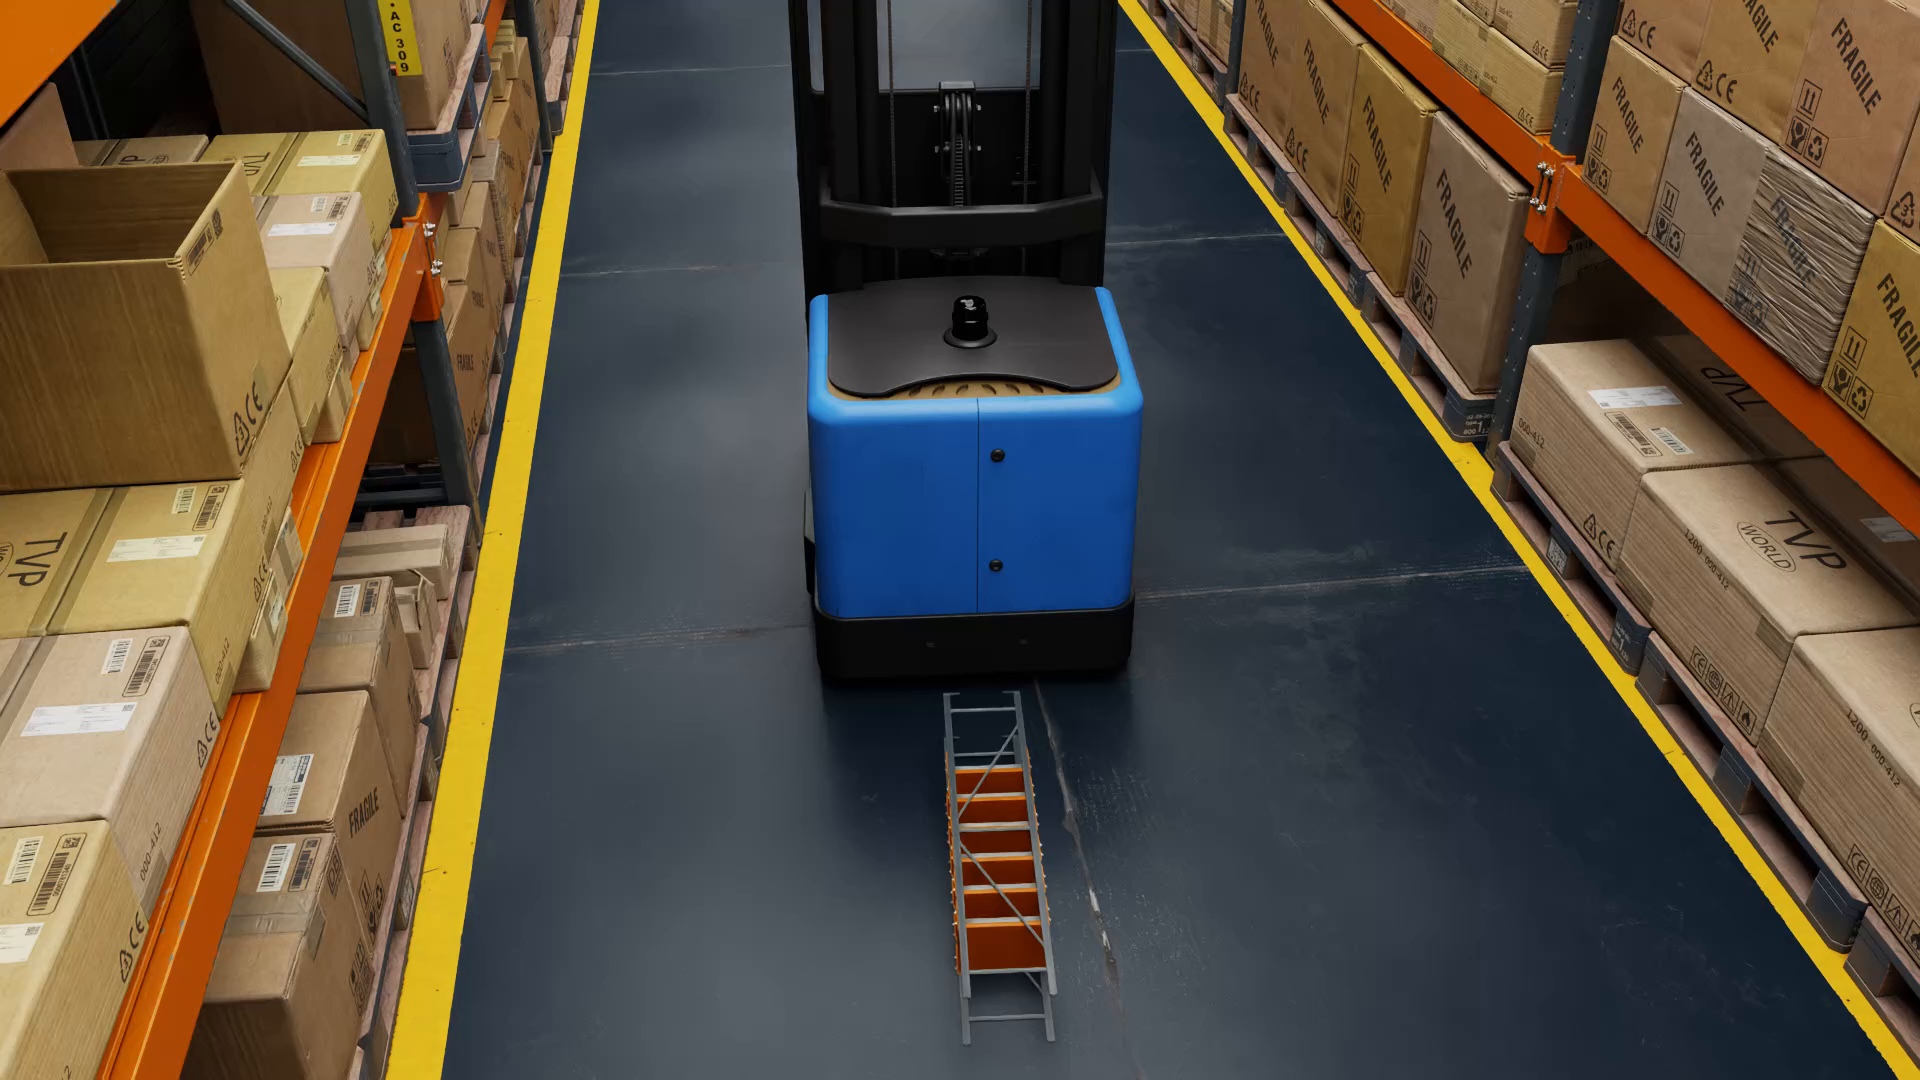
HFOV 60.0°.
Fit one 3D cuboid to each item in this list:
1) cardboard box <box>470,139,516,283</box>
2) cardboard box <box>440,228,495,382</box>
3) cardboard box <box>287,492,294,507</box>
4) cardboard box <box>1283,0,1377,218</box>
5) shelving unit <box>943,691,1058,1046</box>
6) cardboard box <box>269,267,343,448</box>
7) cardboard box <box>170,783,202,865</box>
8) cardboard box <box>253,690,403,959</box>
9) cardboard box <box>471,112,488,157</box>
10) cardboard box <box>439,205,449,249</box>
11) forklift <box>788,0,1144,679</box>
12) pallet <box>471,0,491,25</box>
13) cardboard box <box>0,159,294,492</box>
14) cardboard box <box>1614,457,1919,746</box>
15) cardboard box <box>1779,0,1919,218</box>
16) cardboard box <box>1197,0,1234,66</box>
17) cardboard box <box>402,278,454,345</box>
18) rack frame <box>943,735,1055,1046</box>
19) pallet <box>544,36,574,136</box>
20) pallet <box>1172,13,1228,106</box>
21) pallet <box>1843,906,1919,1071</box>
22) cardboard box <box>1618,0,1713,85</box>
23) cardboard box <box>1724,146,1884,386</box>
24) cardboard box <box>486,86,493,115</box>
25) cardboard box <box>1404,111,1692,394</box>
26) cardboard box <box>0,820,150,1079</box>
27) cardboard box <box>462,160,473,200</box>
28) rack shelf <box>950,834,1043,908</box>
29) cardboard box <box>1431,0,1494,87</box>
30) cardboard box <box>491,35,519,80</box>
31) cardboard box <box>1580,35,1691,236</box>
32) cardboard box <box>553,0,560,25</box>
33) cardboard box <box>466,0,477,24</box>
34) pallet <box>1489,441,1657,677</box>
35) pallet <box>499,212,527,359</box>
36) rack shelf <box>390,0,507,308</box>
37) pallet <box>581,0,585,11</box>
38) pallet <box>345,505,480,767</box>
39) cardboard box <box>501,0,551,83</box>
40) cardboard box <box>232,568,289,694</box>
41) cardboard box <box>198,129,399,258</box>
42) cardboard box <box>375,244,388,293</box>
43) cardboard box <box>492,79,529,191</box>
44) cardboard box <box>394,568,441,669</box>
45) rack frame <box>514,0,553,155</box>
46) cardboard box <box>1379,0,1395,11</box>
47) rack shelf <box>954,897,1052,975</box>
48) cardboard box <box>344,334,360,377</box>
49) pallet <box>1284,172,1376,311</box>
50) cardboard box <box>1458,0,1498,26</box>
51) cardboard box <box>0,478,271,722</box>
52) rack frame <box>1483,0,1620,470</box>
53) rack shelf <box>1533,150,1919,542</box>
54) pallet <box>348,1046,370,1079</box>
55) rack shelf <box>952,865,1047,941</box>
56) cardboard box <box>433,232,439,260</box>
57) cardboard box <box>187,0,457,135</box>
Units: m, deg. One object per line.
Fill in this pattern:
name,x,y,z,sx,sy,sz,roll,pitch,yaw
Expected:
cardboard box,-2.341,-1.497,7.630,0.500,0.500,0.500,-6,35,-8
cardboard box,-2.214,-0.928,6.795,0.500,0.500,0.500,-5,35,-7
cardboard box,-1.808,-0.079,3.926,0.380,0.149,0.250,-4,35,-6
cardboard box,2.216,-2.220,8.358,0.875,0.875,0.875,-4,34,-6
shelving unit,0.098,0.893,4.765,0.258,0.189,1.200,-2,35,-2
cardboard box,-1.845,-0.442,4.104,0.500,0.250,0.500,-5,35,-7
cardboard box,-1.648,0.499,3.077,0.380,0.149,0.250,-3,34,-5
cardboard box,-1.790,0.756,4.323,0.500,0.500,0.500,-4,34,-5
cardboard box,-2.361,-1.847,7.567,0.380,0.149,0.250,-6,35,-9
cardboard box,-2.286,-1.276,6.730,0.380,0.149,0.250,-5,35,-7
forklift,-0.039,-1.562,5.940,1.130,2.935,3.031,-2,34,-3
pallet,-2.563,-2.272,7.091,1.003,0.211,1.213,-4,35,-6
cardboard box,-1.749,-0.454,3.455,0.500,0.500,0.500,-4,34,-5
cardboard box,2.726,0.161,5.252,0.875,0.438,0.875,-5,35,-8
cardboard box,2.571,-1.184,4.347,0.500,0.500,0.500,-4,34,-5
cardboard box,2.023,-3.218,10.269,0.950,0.372,0.625,-7,35,-10
cardboard box,-2.076,-0.833,6.080,0.380,0.149,0.250,-3,34,-4
rack frame,0.097,0.969,4.817,0.240,0.006,1.200,-2,35,-2
pallet,-2.901,-2.746,10.093,1.003,0.211,1.213,-4,35,-6
pallet,1.986,-3.098,10.609,1.003,0.211,1.213,-4,35,-6
pallet,2.980,1.362,4.064,1.003,0.211,1.213,-4,35,-6
cardboard box,2.451,-1.753,5.182,0.500,0.500,0.500,-4,34,-6
cardboard box,2.555,-0.783,4.646,0.500,0.500,0.500,-4,34,-6
cardboard box,-2.462,-2.138,7.994,0.380,0.149,0.250,-3,34,-5
cardboard box,2.464,-1.218,6.887,0.875,0.875,0.875,-3,34,-5
cardboard box,-1.547,0.693,2.438,0.500,0.250,0.500,-4,34,-6
cardboard box,-2.313,-1.557,7.142,0.380,0.149,0.250,-3,34,-5
rack shelf,0.101,0.936,4.703,0.258,0.180,0.103,-2,35,-2
cardboard box,2.250,-2.036,6.707,0.500,0.250,0.500,-5,35,-7
cardboard box,-2.444,-2.439,8.436,0.380,0.149,0.250,-6,35,-9
cardboard box,2.431,-1.342,5.467,0.500,0.500,0.500,-3,34,-5
cardboard box,-3.086,-3.717,10.777,0.875,0.625,0.625,-6,35,-8
cardboard box,-2.098,-2.127,6.453,0.396,0.266,0.258,-3,34,-4
pallet,2.652,0.000,6.062,1.003,0.211,1.213,-4,35,-6
pallet,-2.605,-1.185,7.802,1.003,0.211,1.213,-4,35,-6
rack shelf,-2.560,-2.023,7.194,1.077,0.370,4.000,-4,35,-6
pallet,-3.229,-4.108,12.091,1.003,0.211,1.213,-4,35,-6
pallet,-2.200,0.331,5.576,1.003,0.211,1.213,-4,35,-6
cardboard box,-2.899,-2.978,9.692,0.875,0.625,0.625,-3,34,-5
cardboard box,-1.649,0.205,3.509,0.380,0.149,0.250,-5,35,-8
cardboard box,-1.981,-0.999,4.922,0.500,0.250,0.500,-4,34,-5
cardboard box,-1.941,-0.798,4.980,0.380,0.149,0.250,-3,34,-5
cardboard box,-2.502,-2.077,8.481,0.500,0.500,0.500,-5,35,-7
cardboard box,-1.877,0.240,5.289,0.396,0.266,0.258,-3,34,-5
rack frame,-2.829,-3.436,8.629,1.000,3.000,0.127,-4,35,-6
cardboard box,2.127,-2.607,7.545,0.500,0.250,0.500,-4,35,-6
rack shelf,0.114,1.072,4.506,0.258,0.180,0.103,-2,35,-2
cardboard box,-1.874,-0.506,4.552,0.380,0.149,0.250,-4,34,-5
pallet,2.281,-1.537,8.318,1.003,0.211,1.213,-4,35,-6
cardboard box,2.252,-2.233,6.552,0.500,0.250,0.500,-4,34,-5
cardboard box,-1.687,0.129,3.266,0.500,0.250,0.500,-5,35,-7
rack frame,2.627,-1.582,5.908,1.000,3.000,0.127,-4,35,-6
rack shelf,2.896,-0.169,4.473,1.077,0.370,4.000,-4,35,-6
pallet,-1.871,1.693,3.578,1.003,0.211,1.213,-4,35,-6
rack shelf,0.107,1.004,4.604,0.258,0.180,0.103,-2,35,-2
cardboard box,-2.158,-1.097,6.203,0.380,0.149,0.250,-6,35,-9
cardboard box,-2.134,-1.706,5.628,0.700,0.500,0.500,-4,34,-5
